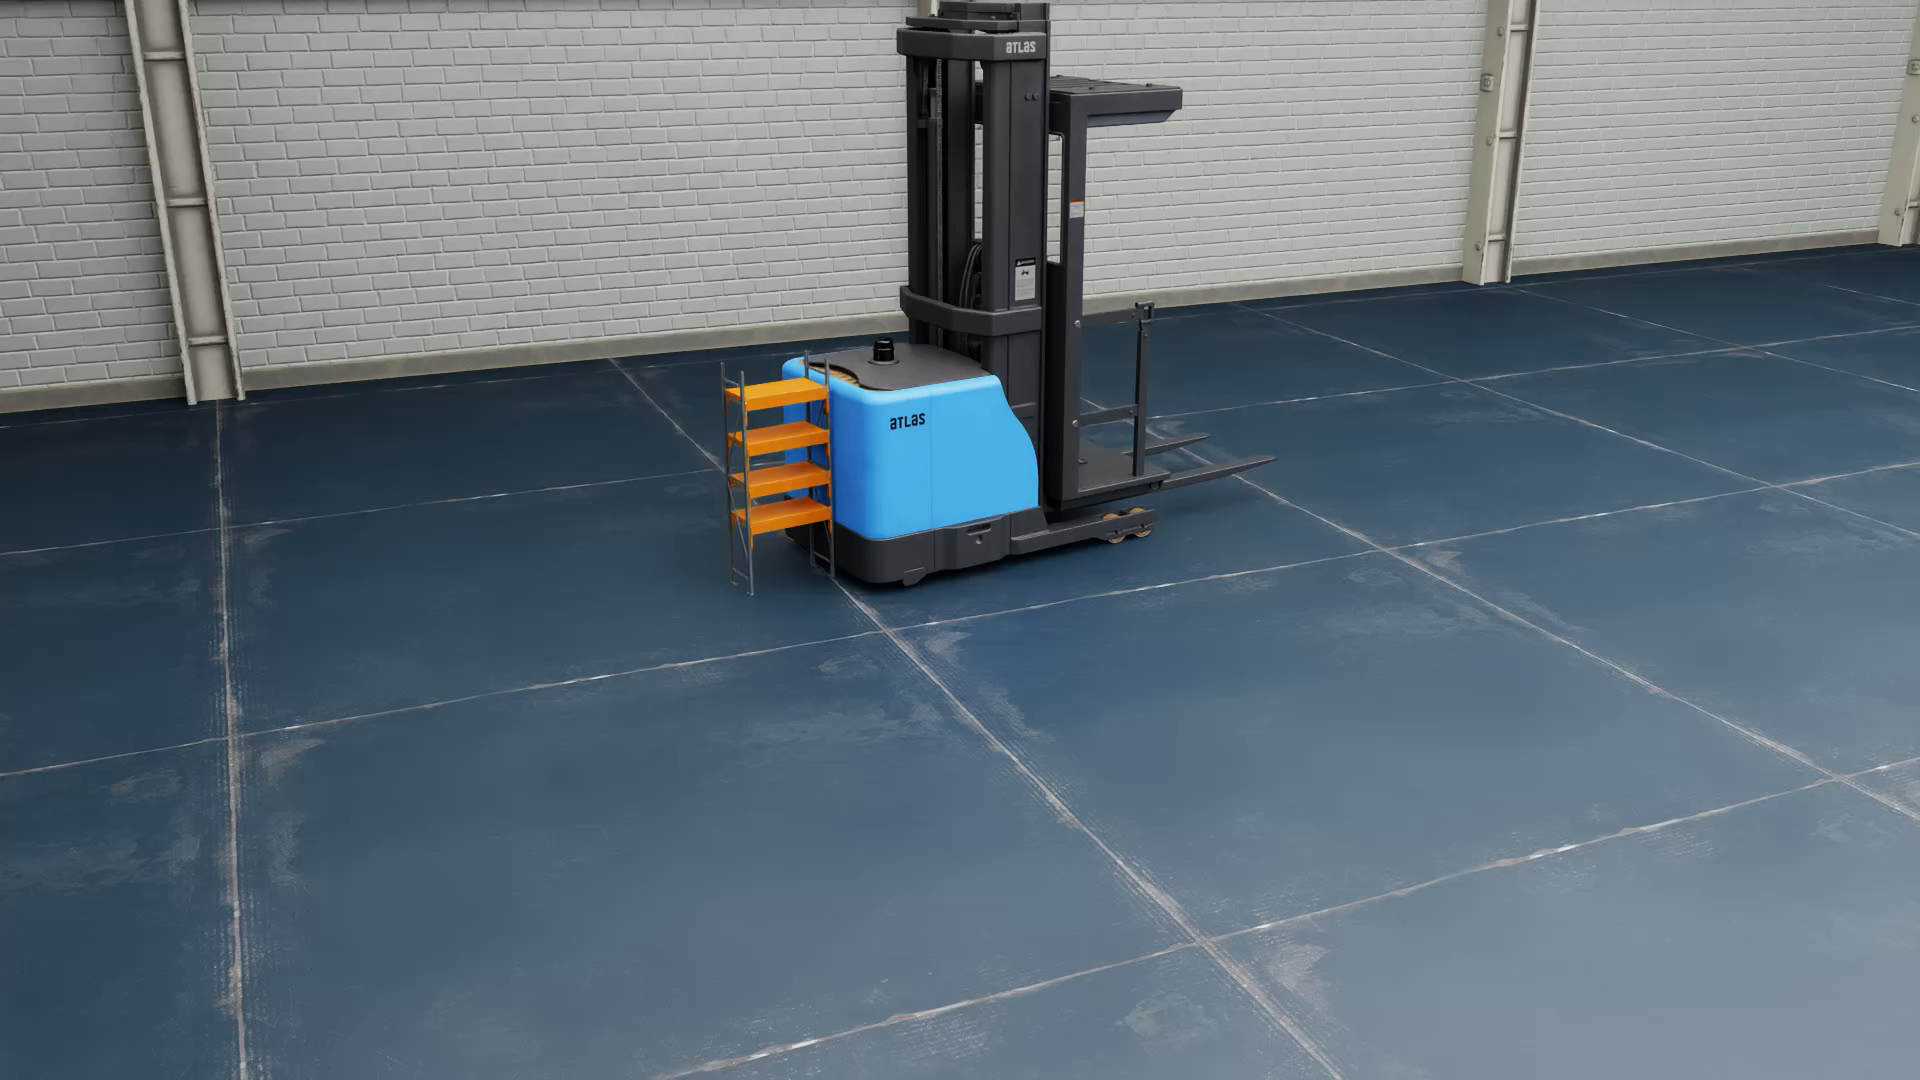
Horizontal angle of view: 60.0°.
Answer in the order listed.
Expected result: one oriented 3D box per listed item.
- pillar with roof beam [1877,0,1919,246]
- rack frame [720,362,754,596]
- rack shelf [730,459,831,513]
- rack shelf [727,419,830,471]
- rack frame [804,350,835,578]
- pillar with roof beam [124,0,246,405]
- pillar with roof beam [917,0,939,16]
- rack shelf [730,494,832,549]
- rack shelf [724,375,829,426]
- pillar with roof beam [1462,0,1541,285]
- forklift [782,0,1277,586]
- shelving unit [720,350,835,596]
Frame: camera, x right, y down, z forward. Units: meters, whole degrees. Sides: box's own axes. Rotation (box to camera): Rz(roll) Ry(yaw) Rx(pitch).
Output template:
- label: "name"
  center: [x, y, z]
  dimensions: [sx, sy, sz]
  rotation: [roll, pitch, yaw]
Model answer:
- label: "pillar with roof beam"
  center: [12.606, -6.380, 14.091]
  dimensions: [0.400, 9.000, 9.100]
  rotation: [-8, 21, -22]
- label: "rack frame"
  center: [-1.152, -0.306, 8.584]
  dimensions: [0.015, 1.200, 0.240]
  rotation: [-13, 23, -32]
- label: "rack shelf"
  center: [-0.949, -0.288, 8.735]
  dimensions: [0.480, 0.148, 0.258]
  rotation: [-13, 23, -32]
- label: "rack shelf"
  center: [-0.949, -0.499, 8.660]
  dimensions: [0.480, 0.148, 0.258]
  rotation: [-13, 23, -32]
- label: "rack frame"
  center: [-0.747, -0.396, 8.841]
  dimensions: [0.015, 1.200, 0.240]
  rotation: [-13, 23, -32]
- label: "pillar with roof beam"
  center: [-3.922, -4.012, 7.366]
  dimensions: [0.400, 9.000, 9.100]
  rotation: [-8, 21, -22]
- label: "pillar with roof beam"
  center: [1.587, -4.801, 9.608]
  dimensions: [0.400, 9.000, 9.100]
  rotation: [-8, 21, -22]
- label: "rack shelf"
  center: [-0.949, -0.100, 8.801]
  dimensions: [0.480, 0.148, 0.258]
  rotation: [-13, 23, -32]
- label: "rack shelf"
  center: [-0.949, -0.722, 8.582]
  dimensions: [0.480, 0.148, 0.258]
  rotation: [-13, 23, -32]
- label: "pillar with roof beam"
  center: [7.097, -5.590, 11.850]
  dimensions: [0.400, 9.000, 9.100]
  rotation: [-8, 21, -22]
- label: "forklift"
  center: [0.522, -1.497, 9.362]
  dimensions: [3.031, 2.935, 1.130]
  rotation: [-12, 23, -31]
- label: "shelving unit"
  center: [-0.949, -0.351, 8.712]
  dimensions: [0.503, 1.200, 0.258]
  rotation: [-13, 23, -32]
